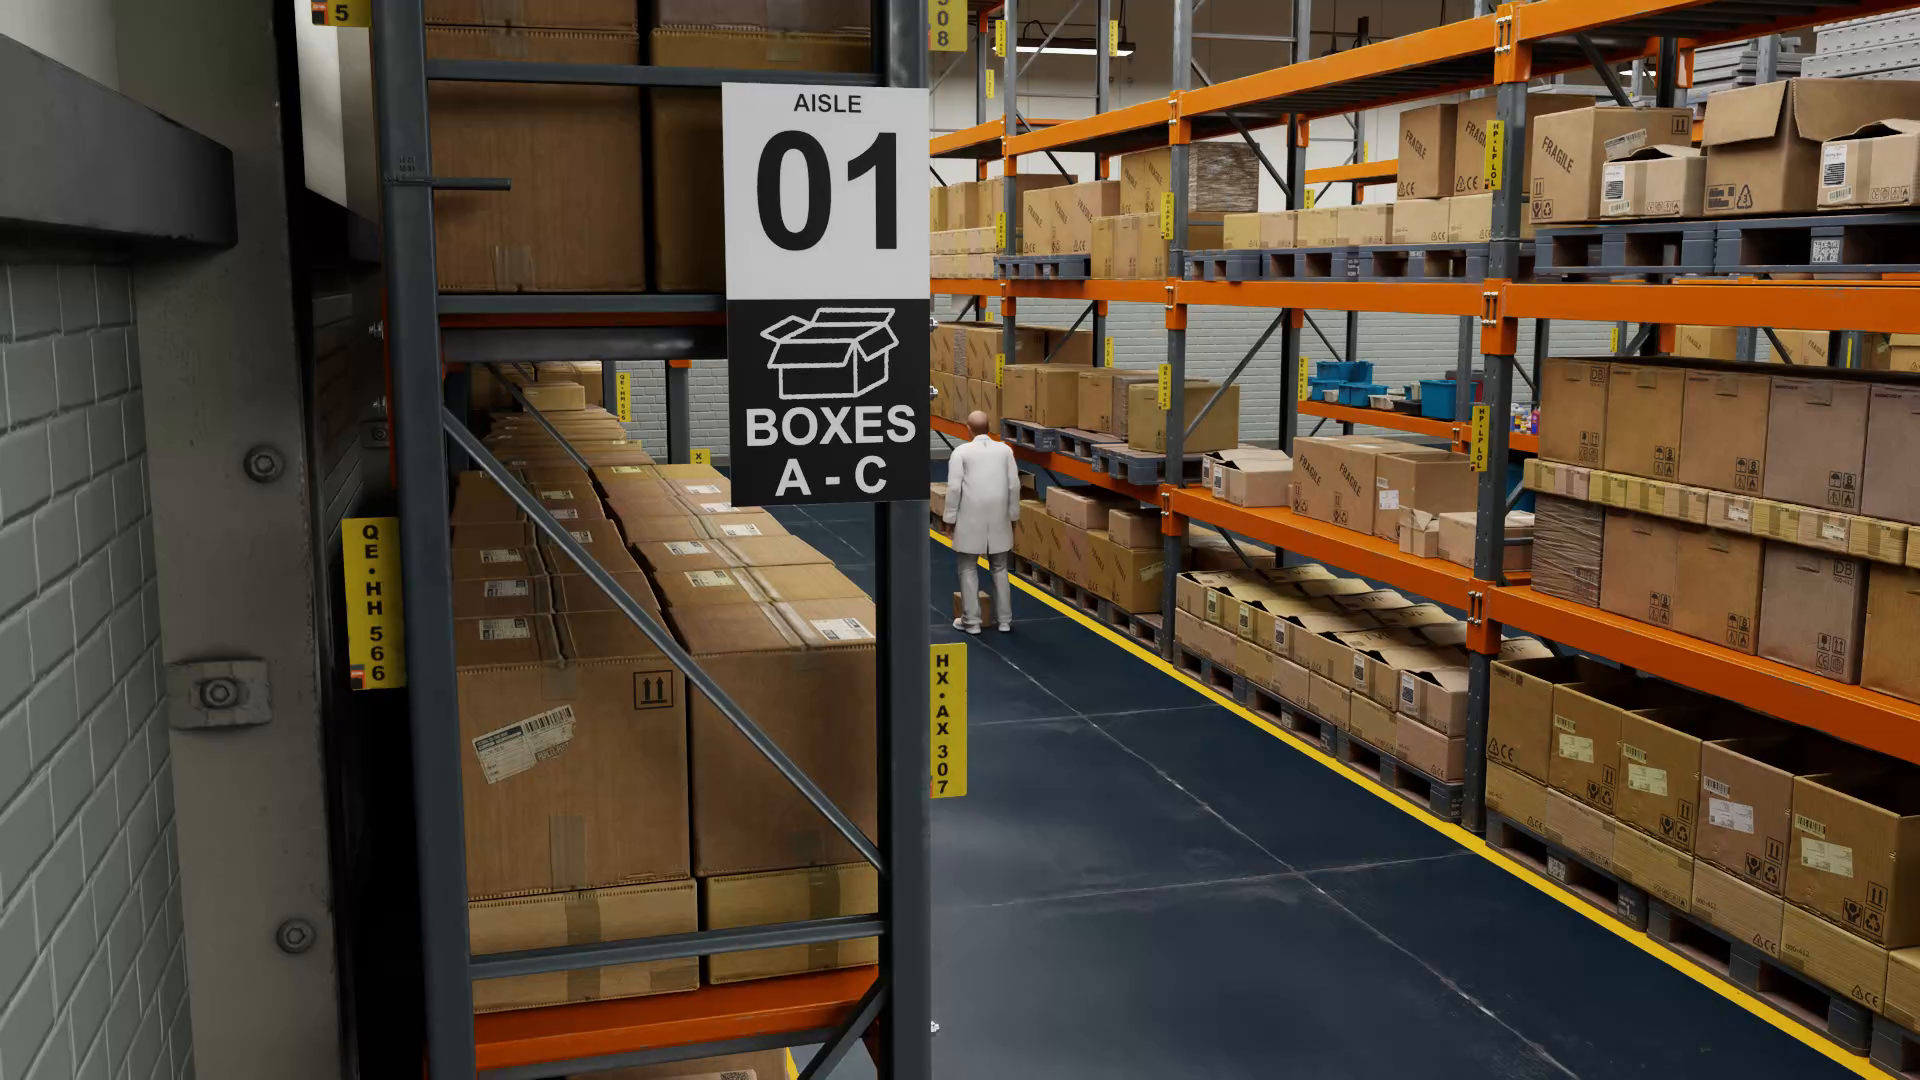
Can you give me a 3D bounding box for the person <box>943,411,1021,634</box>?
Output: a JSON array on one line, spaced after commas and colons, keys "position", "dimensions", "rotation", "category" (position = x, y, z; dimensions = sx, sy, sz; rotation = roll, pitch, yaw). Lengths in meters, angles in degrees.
[{"position": [0.177, -0.146, 13.332], "dimensions": [0.642, 1.774, 0.421], "rotation": [-3, 9, -16], "category": "person"}]
